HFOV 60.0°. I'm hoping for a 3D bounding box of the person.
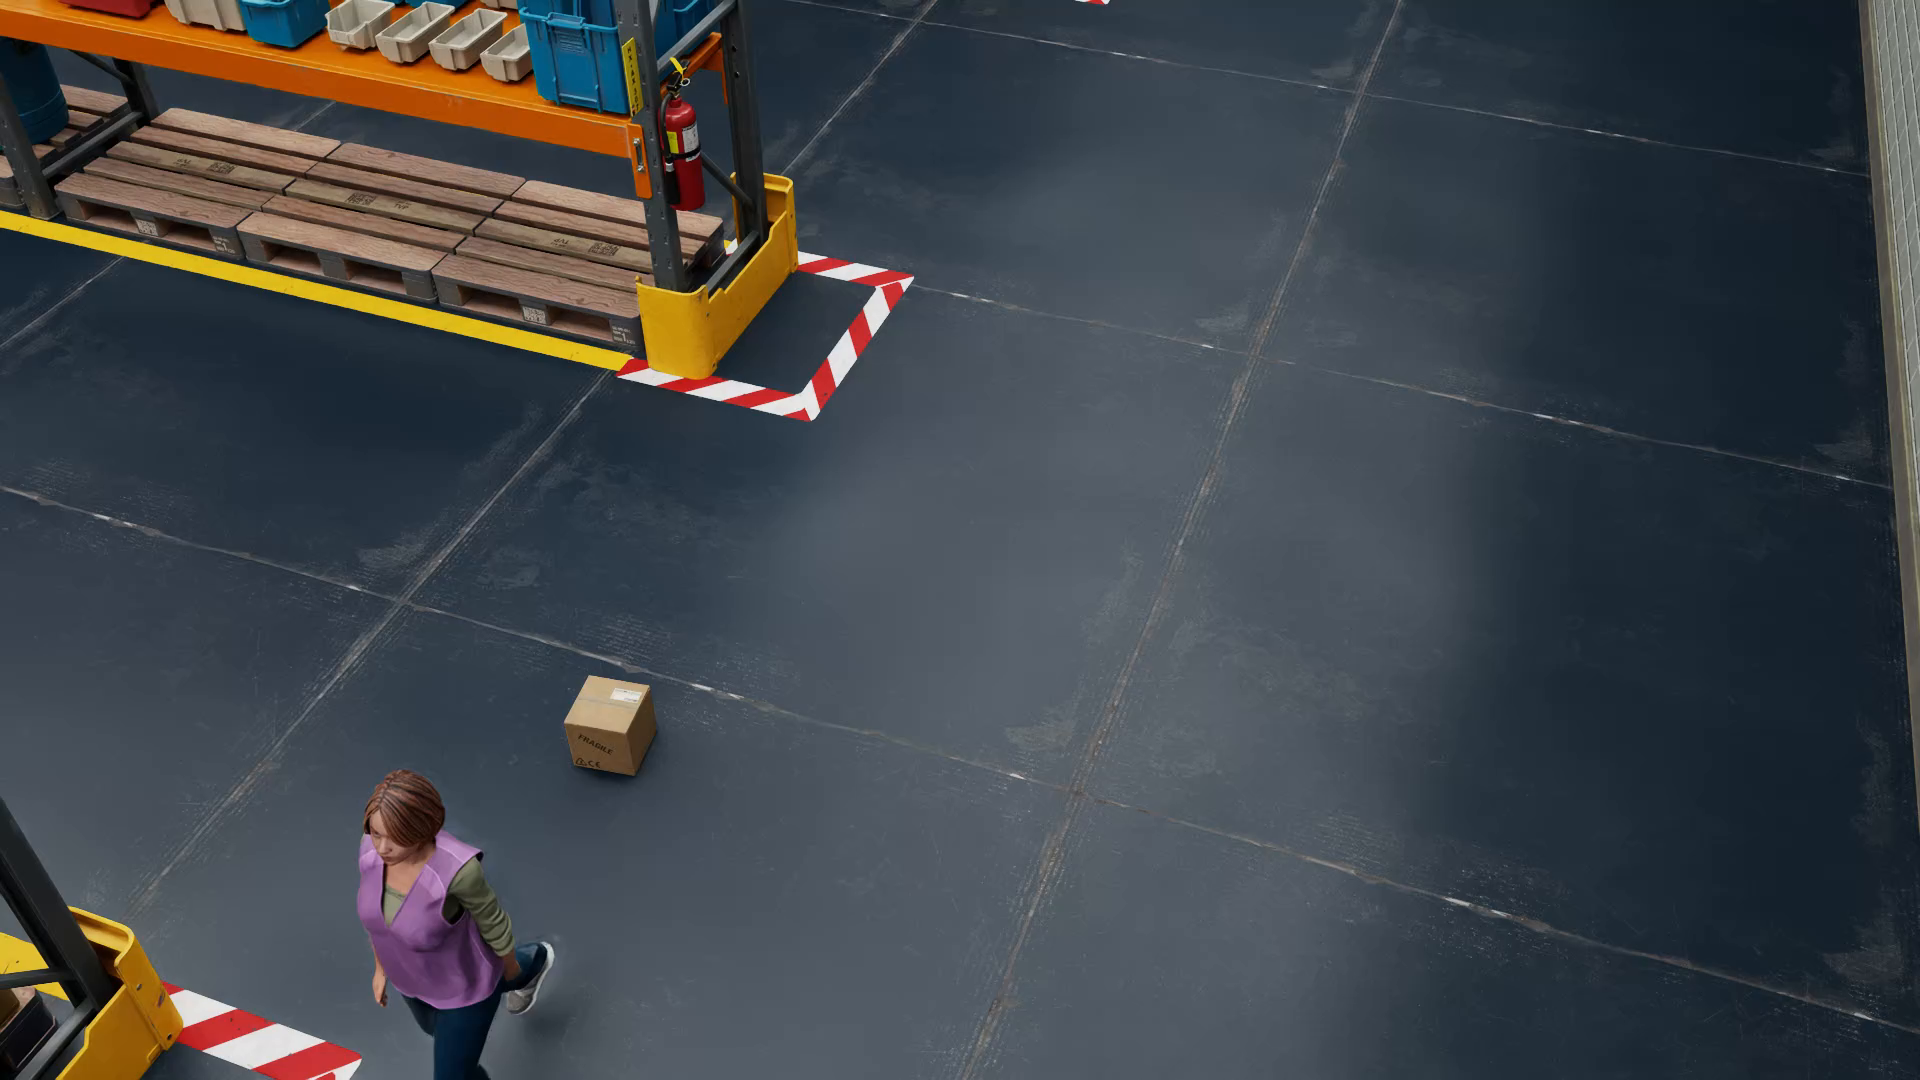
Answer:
[{"bbox_3d":[-1.453,1.195,4.823,0.393,1.568,0.774,20,46,21],"label":"person"}]
